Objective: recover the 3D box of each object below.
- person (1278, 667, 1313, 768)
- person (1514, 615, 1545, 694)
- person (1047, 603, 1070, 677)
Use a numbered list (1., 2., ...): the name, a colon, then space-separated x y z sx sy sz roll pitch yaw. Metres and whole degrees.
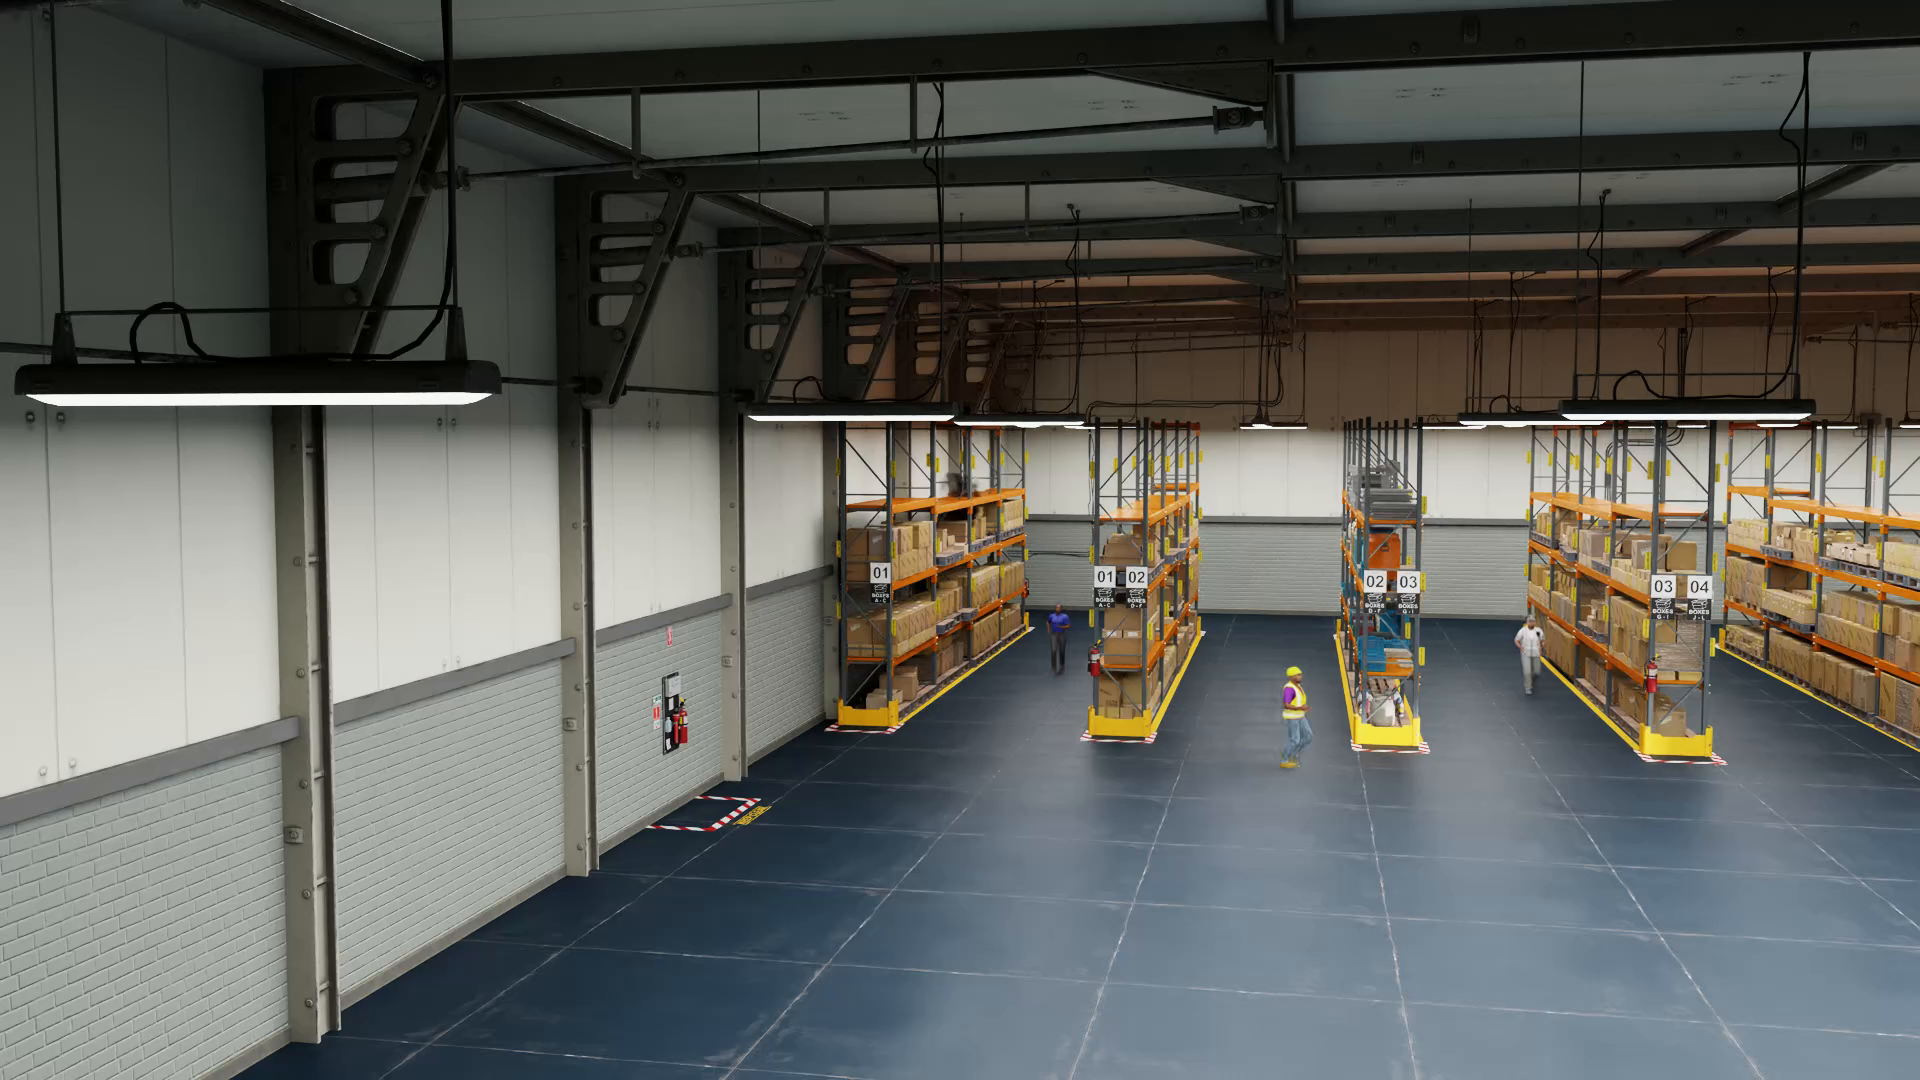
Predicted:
1. person: 5.729 3.019 28.215 0.645 1.742 0.669 2 4 34
2. person: 12.487 2.491 36.405 0.660 1.732 0.626 1 4 10
3. person: 2.321 2.336 39.299 0.557 1.699 0.818 0 4 6
